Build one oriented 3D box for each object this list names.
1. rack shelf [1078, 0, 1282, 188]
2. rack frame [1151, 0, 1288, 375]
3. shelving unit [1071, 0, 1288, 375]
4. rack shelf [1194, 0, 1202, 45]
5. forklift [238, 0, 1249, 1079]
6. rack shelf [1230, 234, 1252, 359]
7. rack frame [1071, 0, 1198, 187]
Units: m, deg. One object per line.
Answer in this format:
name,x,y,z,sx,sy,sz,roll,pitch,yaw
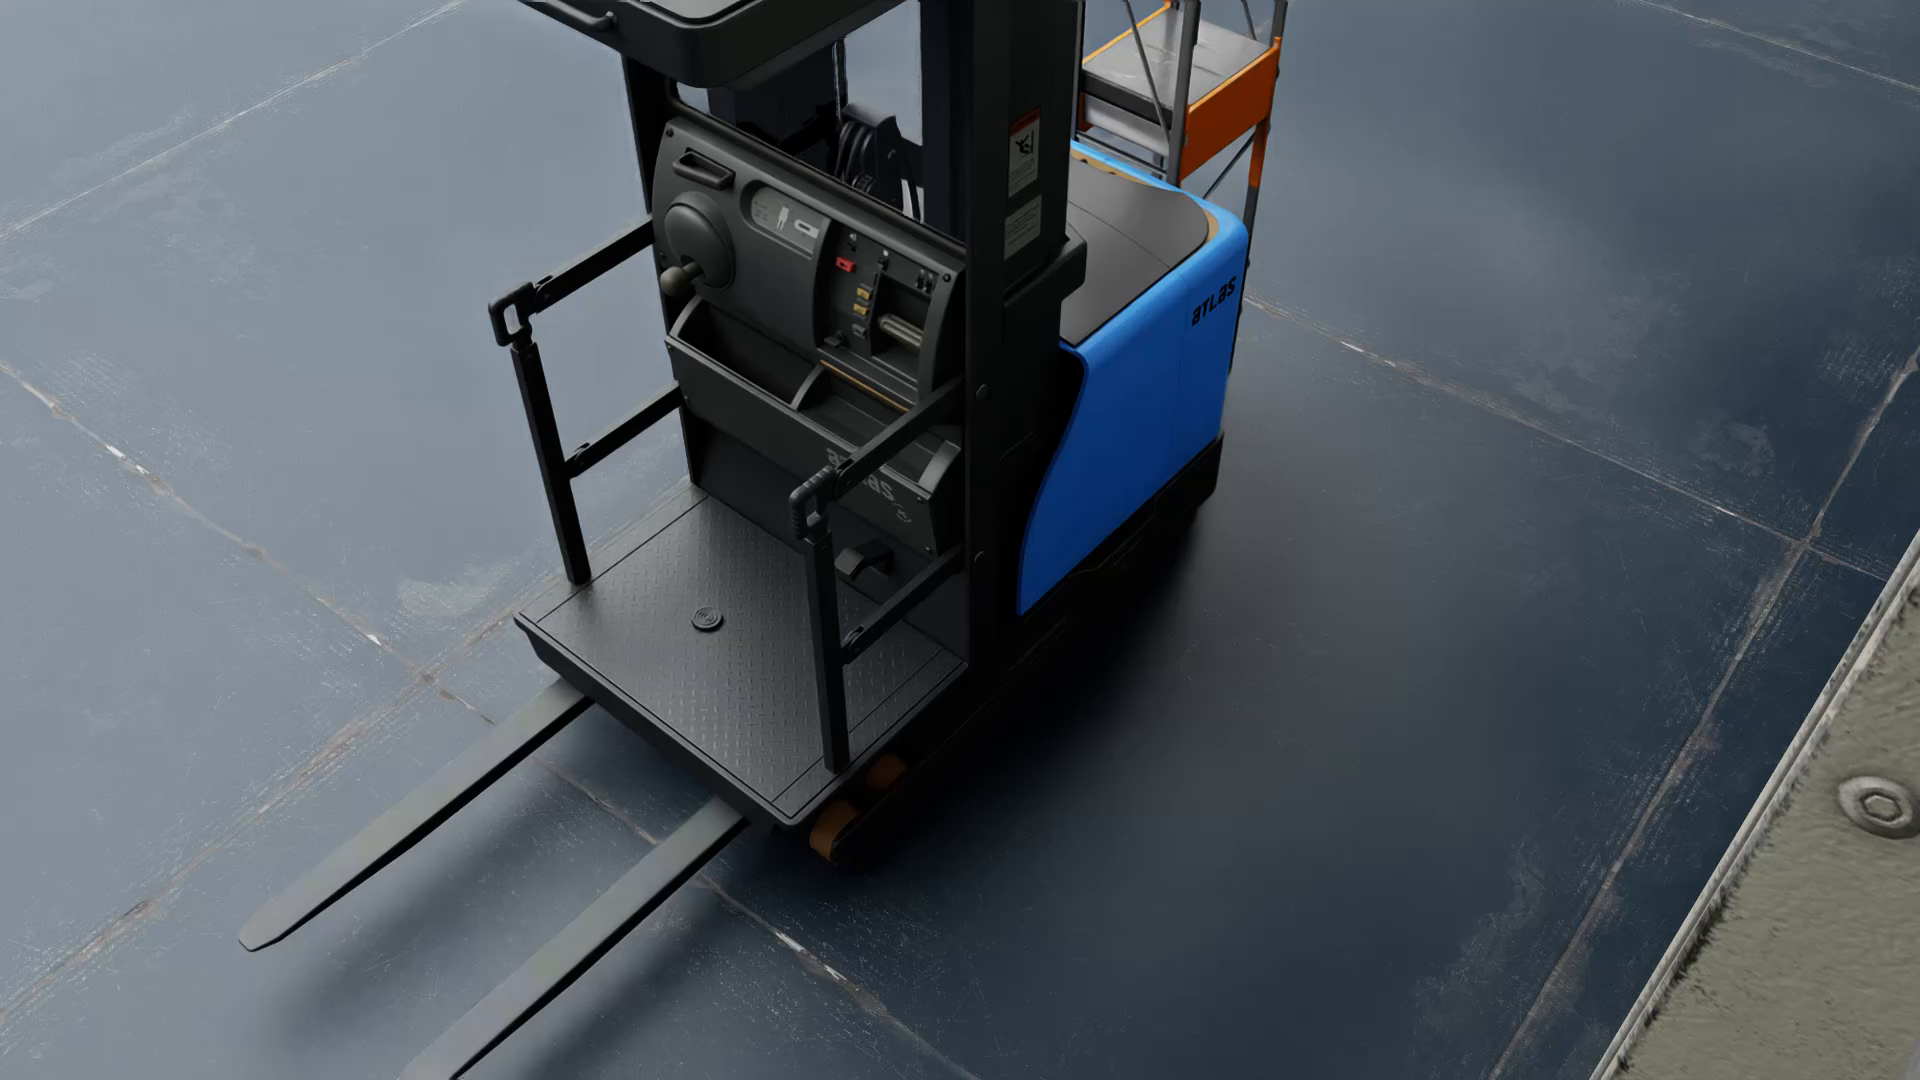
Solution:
rack shelf,0.632,-1.255,5.016,0.431,0.518,0.480,32,54,27
rack frame,0.790,-1.399,5.134,0.400,2.100,0.015,32,54,27
shelving unit,0.632,-1.264,5.006,0.431,2.100,0.503,32,54,27
rack shelf,0.632,-1.738,4.509,0.431,0.518,0.480,32,54,27
forklift,-0.516,-0.573,3.771,1.130,2.935,3.031,32,54,27
rack shelf,0.632,-0.771,5.522,0.431,0.518,0.480,32,54,27
rack frame,0.474,-1.130,4.877,0.400,2.100,0.015,32,54,27
